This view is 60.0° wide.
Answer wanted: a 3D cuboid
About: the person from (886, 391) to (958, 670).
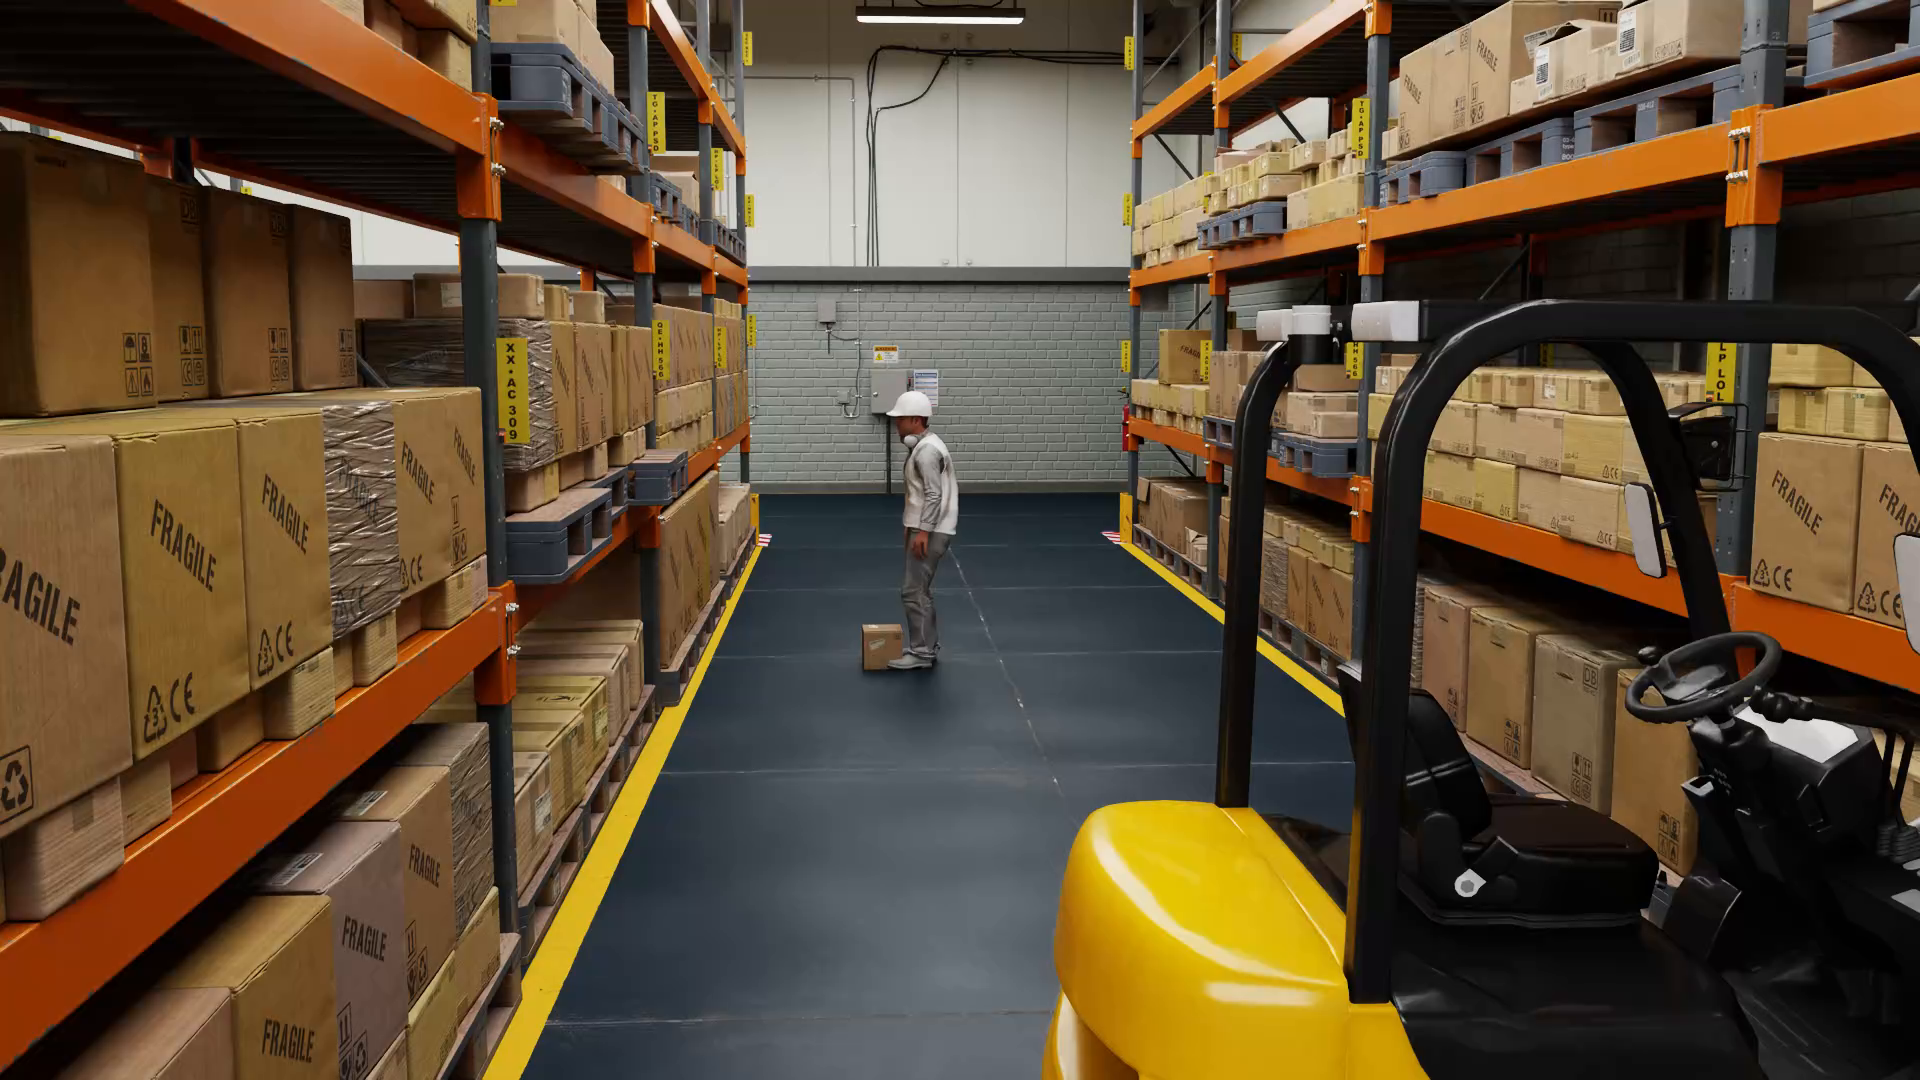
[{"bbox_3d":[-0.249,-0.067,10.685,0.469,1.772,0.594,-1,7,-7],"label":"person"}]
